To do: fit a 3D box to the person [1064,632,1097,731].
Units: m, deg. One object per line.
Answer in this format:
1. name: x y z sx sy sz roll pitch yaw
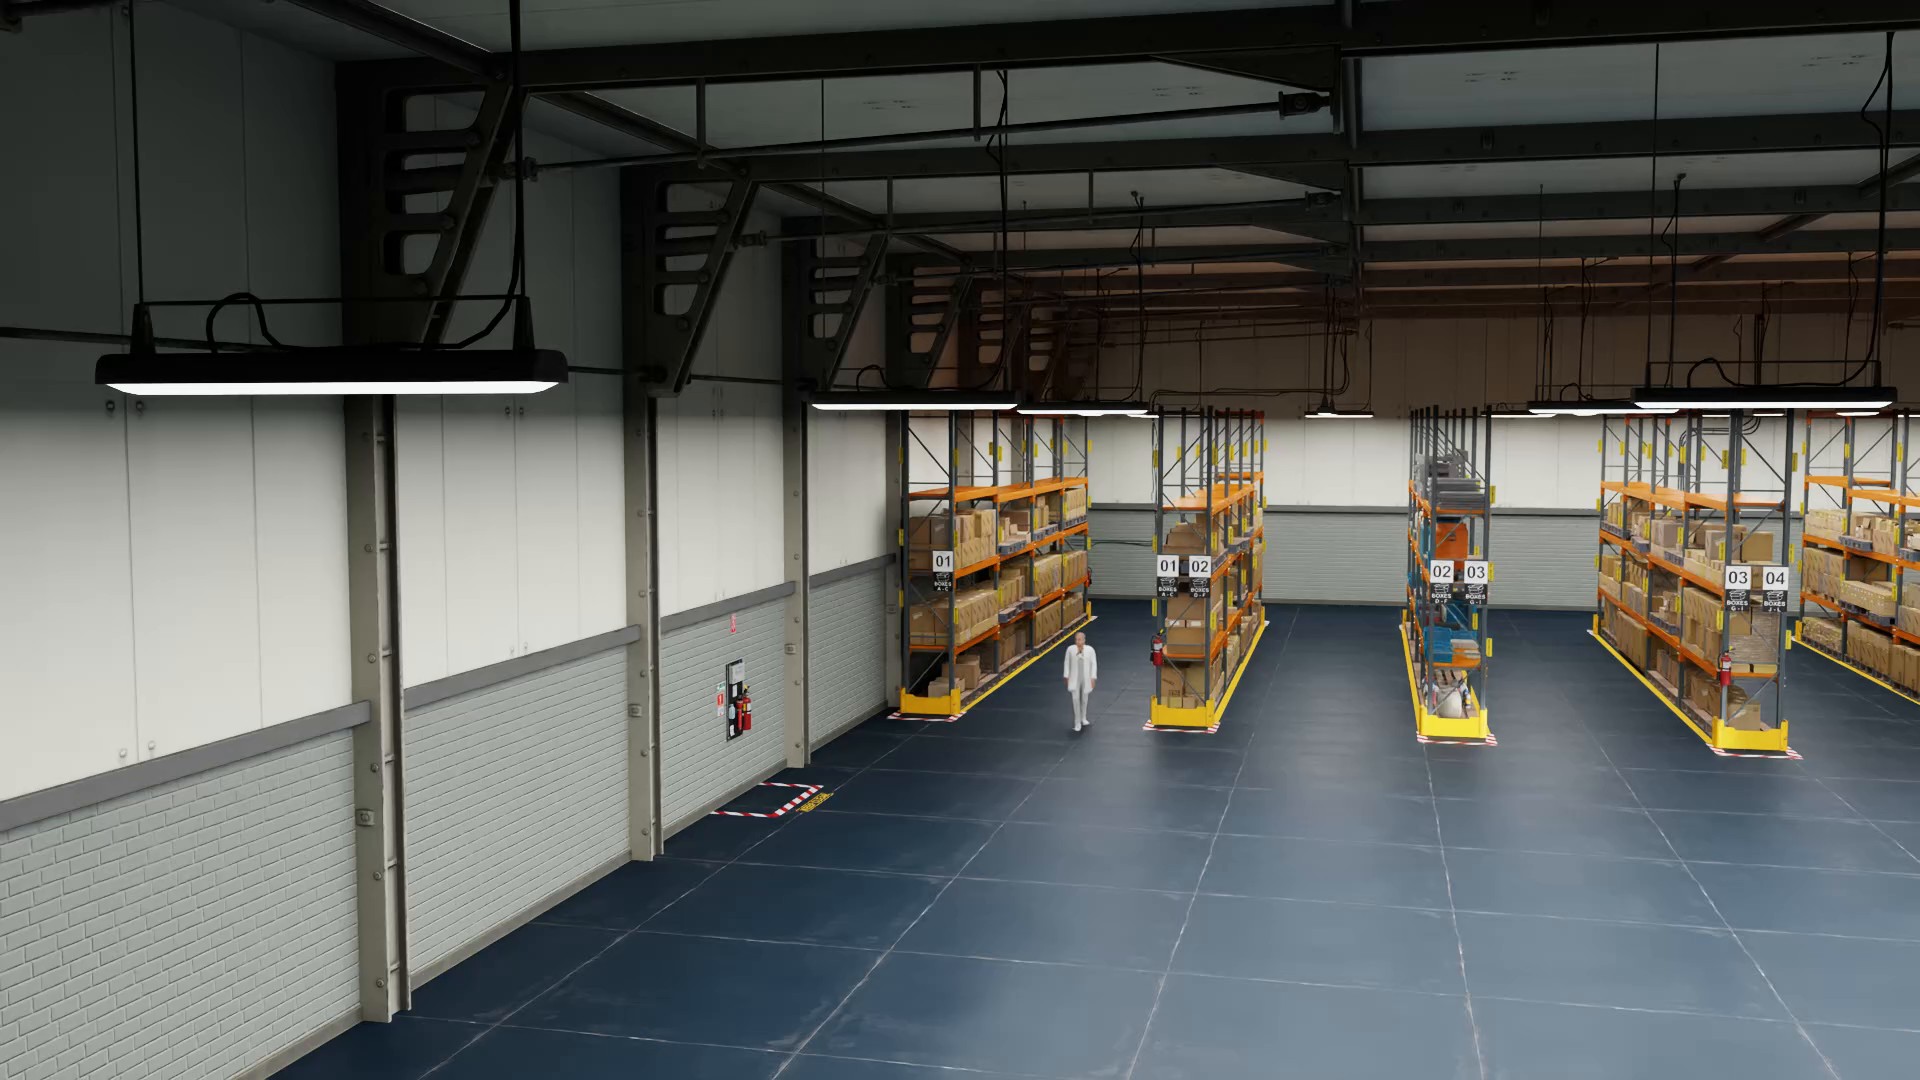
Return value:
1. person: 2.246 2.639 31.001 0.604 1.848 0.744 0 4 -1
